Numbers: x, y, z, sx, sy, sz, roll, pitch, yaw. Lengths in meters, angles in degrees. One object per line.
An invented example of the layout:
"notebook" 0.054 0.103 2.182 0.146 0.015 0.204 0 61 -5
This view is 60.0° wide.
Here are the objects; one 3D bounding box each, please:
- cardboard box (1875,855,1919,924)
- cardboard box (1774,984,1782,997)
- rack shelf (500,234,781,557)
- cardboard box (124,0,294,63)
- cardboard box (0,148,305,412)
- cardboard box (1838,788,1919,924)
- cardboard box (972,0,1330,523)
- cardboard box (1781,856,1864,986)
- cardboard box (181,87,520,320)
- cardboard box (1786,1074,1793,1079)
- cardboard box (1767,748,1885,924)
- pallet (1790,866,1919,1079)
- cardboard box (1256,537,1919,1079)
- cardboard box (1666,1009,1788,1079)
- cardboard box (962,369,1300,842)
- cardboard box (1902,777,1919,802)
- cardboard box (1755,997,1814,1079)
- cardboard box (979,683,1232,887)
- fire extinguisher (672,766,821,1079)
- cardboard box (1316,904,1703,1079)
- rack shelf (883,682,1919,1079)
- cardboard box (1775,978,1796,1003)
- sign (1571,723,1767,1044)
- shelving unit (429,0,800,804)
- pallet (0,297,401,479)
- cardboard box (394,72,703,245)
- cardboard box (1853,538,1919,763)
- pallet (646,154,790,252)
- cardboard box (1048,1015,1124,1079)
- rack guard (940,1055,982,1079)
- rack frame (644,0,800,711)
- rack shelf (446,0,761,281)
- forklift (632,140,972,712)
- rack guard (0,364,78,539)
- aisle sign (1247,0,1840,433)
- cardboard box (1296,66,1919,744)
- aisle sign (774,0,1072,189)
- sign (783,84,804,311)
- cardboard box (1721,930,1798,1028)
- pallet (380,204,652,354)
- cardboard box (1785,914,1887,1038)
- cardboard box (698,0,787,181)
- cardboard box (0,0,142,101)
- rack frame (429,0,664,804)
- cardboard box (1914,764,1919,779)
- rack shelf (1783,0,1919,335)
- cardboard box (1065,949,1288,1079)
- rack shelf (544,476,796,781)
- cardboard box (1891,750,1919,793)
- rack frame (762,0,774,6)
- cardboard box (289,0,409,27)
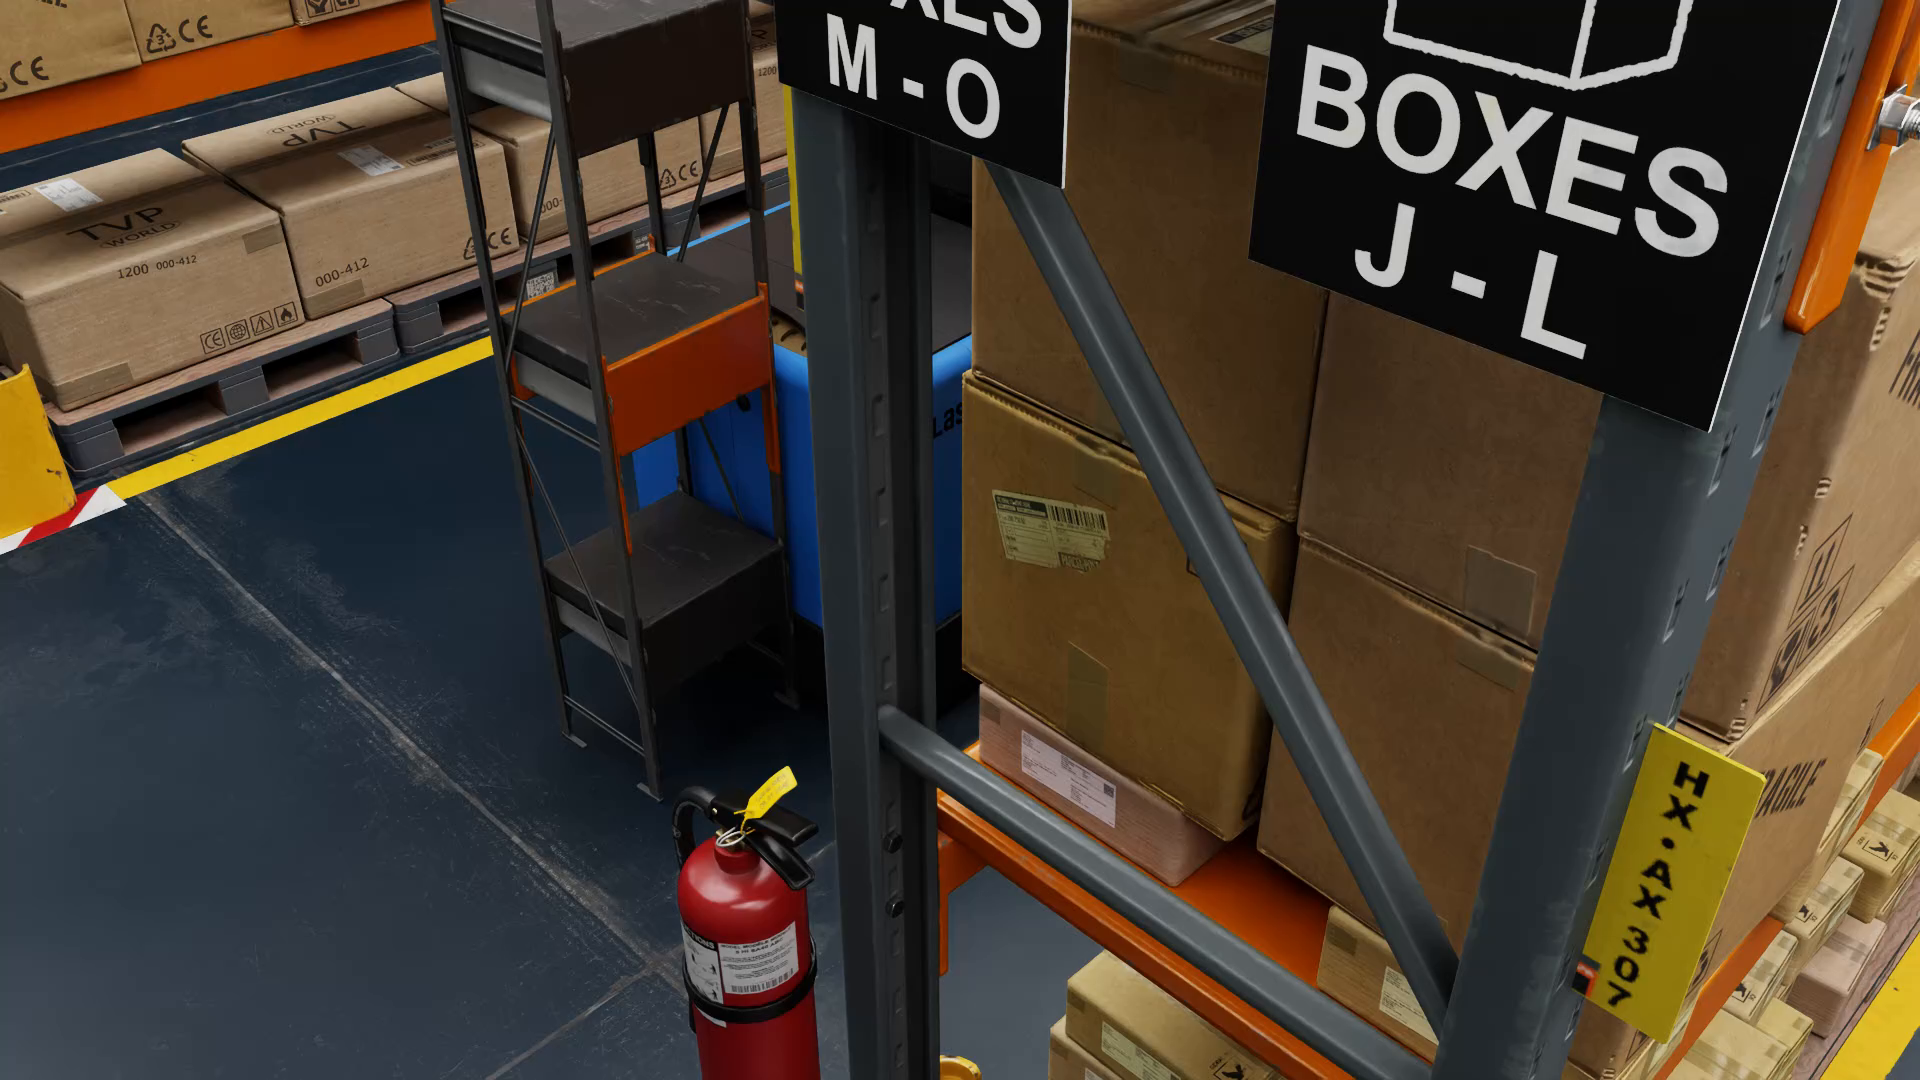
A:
"cardboard box" 1.894 0.719 3.722 0.380 0.149 0.250 30 45 35
"cardboard box" 1.489 0.775 3.382 0.380 0.149 0.250 27 43 33
"rack shelf" -0.757 -0.354 3.946 0.431 0.518 0.480 27 43 33
"cardboard box" -2.488 -1.852 5.196 0.500 0.500 0.500 29 44 35
"cardboard box" -2.972 -0.945 5.855 0.875 0.438 0.875 28 44 34
"cardboard box" 1.741 0.574 3.410 0.250 0.149 0.380 -29 44 -35
"cardboard box" 0.363 -0.420 2.009 0.500 0.500 0.500 29 44 34
"cardboard box" 1.523 0.662 3.283 0.250 0.149 0.380 -28 44 -34
"cardboard box" -2.333 -1.320 6.393 0.875 0.438 0.875 -29 44 -34
"cardboard box" 1.368 1.050 3.248 0.250 0.149 0.380 -29 44 -35
"cardboard box" 1.056 0.335 2.367 0.380 0.149 0.250 28 44 34
"pallet" 1.728 0.743 4.000 1.003 0.211 1.213 30 45 35
"cardboard box" 0.730 0.205 1.987 0.500 0.500 0.500 -28 43 -34
"cardboard box" 1.205 0.905 2.935 0.380 0.149 0.250 29 44 35
"cardboard box" 0.352 -0.010 2.295 0.500 0.500 0.500 -29 44 -35
"cardboard box" 2.066 0.451 3.846 0.380 0.149 0.250 27 43 33
"cardboard box" 1.369 0.921 3.173 0.250 0.149 0.380 -28 44 -34
"cardboard box" 0.247 0.295 2.424 0.380 0.149 0.250 30 45 35
"fire extinguisher" -0.287 0.540 2.248 0.296 0.674 0.183 30 45 35
"cardboard box" 0.678 0.542 2.070 0.380 0.149 0.250 29 44 35
"rack shelf" 1.627 -0.078 3.369 1.077 0.370 4.000 30 45 35
"cardboard box" 1.480 0.908 3.451 0.380 0.149 0.250 30 45 35
"sign" 0.603 0.302 1.438 0.100 0.325 0.005 30 45 35
"shelving unit" -0.757 -0.365 3.938 0.431 2.100 0.503 27 43 33
"pallet" -2.859 -0.728 6.109 1.003 0.211 1.213 30 45 35
"cardboard box" -1.697 -1.685 6.917 0.875 0.438 0.875 28 44 34
"cardboard box" 1.089 -0.023 2.313 0.500 0.500 0.500 30 45 35
"pallet" -1.139 -1.718 7.529 1.003 0.211 1.213 30 45 35
"cardboard box" 0.387 0.984 3.081 0.380 0.149 0.250 28 44 34
"rack guard" 0.271 1.433 2.758 1.175 0.500 0.348 30 45 35
"rack frame" -0.596 -0.470 4.088 0.400 2.100 0.015 27 43 33
"rack shelf" -0.757 -0.928 3.545 0.431 0.518 0.480 27 43 33
"forklift" 0.412 -1.469 4.795 1.130 2.935 3.031 27 43 33
"rack guard" -3.383 -0.480 5.502 1.175 0.500 0.348 30 45 35
"aisle sign" 0.379 -0.477 1.039 0.394 0.787 0.004 30 45 35
"cardboard box" 0.722 -0.210 1.707 0.500 0.500 0.500 29 44 35
"aisle sign" -0.047 -0.719 1.386 0.394 0.787 0.004 30 45 35
"sign" -0.162 -0.398 1.910 0.100 0.325 0.005 30 45 35
"cardboard box" 1.321 0.771 3.127 0.380 0.149 0.250 27 43 33
"pallet" -1.999 -1.220 6.816 1.003 0.211 1.213 30 45 35
"cardboard box" 1.718 0.842 3.546 0.380 0.149 0.250 27 43 33
"cardboard box" -1.067 -2.049 7.438 0.875 0.438 0.875 29 44 35
"cardboard box" -2.824 -1.635 4.885 0.500 0.500 0.500 29 44 35
"rack frame" -0.918 -0.260 3.787 0.400 2.100 0.015 27 43 33
"cardboard box" 2.103 0.376 3.693 0.380 0.149 0.250 28 44 34
"rack shelf" 1.627 -1.308 2.511 1.077 0.370 4.000 30 45 35
"cardboard box" 0.411 0.875 2.979 0.250 0.149 0.380 -29 44 -35
"rack shelf" -0.757 0.220 4.346 0.431 0.518 0.480 27 43 33
"cardboard box" 1.850 0.433 3.612 0.380 0.149 0.250 30 45 35
"rack frame" -0.548 -3.139 7.129 1.000 3.000 0.127 30 45 35
"cardboard box" -2.117 -2.051 5.482 0.500 0.500 0.500 29 44 35
